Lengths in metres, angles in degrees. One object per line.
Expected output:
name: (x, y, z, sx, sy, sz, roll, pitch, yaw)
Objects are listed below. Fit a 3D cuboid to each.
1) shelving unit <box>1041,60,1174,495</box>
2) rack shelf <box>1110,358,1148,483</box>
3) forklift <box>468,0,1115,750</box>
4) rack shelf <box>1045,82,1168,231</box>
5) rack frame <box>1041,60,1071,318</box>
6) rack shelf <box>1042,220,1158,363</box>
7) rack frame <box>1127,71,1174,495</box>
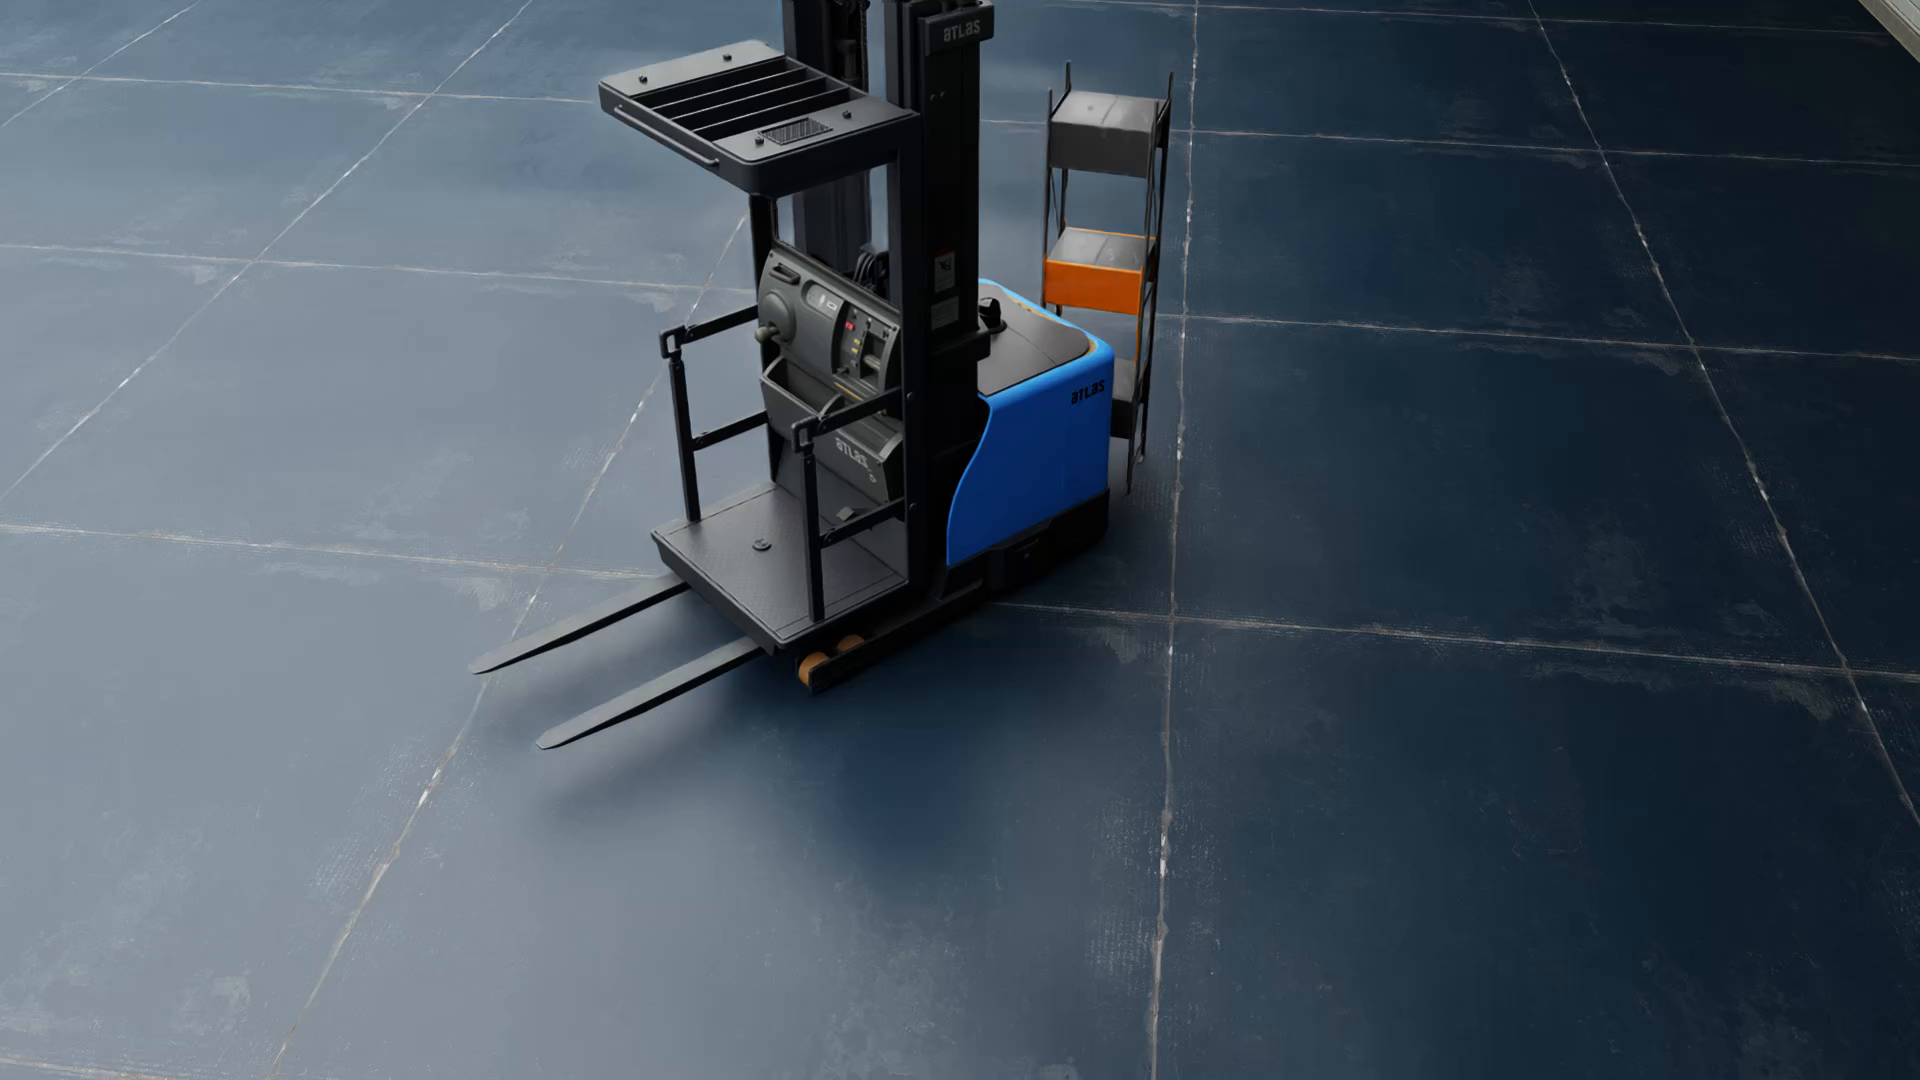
shelving unit: (0.689, -1.237, 8.176, 0.503, 2.100, 0.431, 10, 37, 13)
rack shelf: (0.689, -0.656, 8.590, 0.480, 0.518, 0.431, 10, 37, 13)
forklift: (-0.726, -0.878, 6.957, 3.031, 2.935, 1.130, -26, 43, -31)
rack shelf: (0.689, -1.796, 7.777, 0.480, 0.518, 0.431, 10, 37, 13)
rack frame: (0.455, -1.277, 8.232, 0.015, 2.100, 0.400, 10, 37, 13)
rack shelf: (0.689, -1.226, 8.184, 0.480, 0.518, 0.431, 10, 37, 13)
rack frame: (0.924, -1.197, 8.120, 0.015, 2.100, 0.400, 10, 37, 13)
